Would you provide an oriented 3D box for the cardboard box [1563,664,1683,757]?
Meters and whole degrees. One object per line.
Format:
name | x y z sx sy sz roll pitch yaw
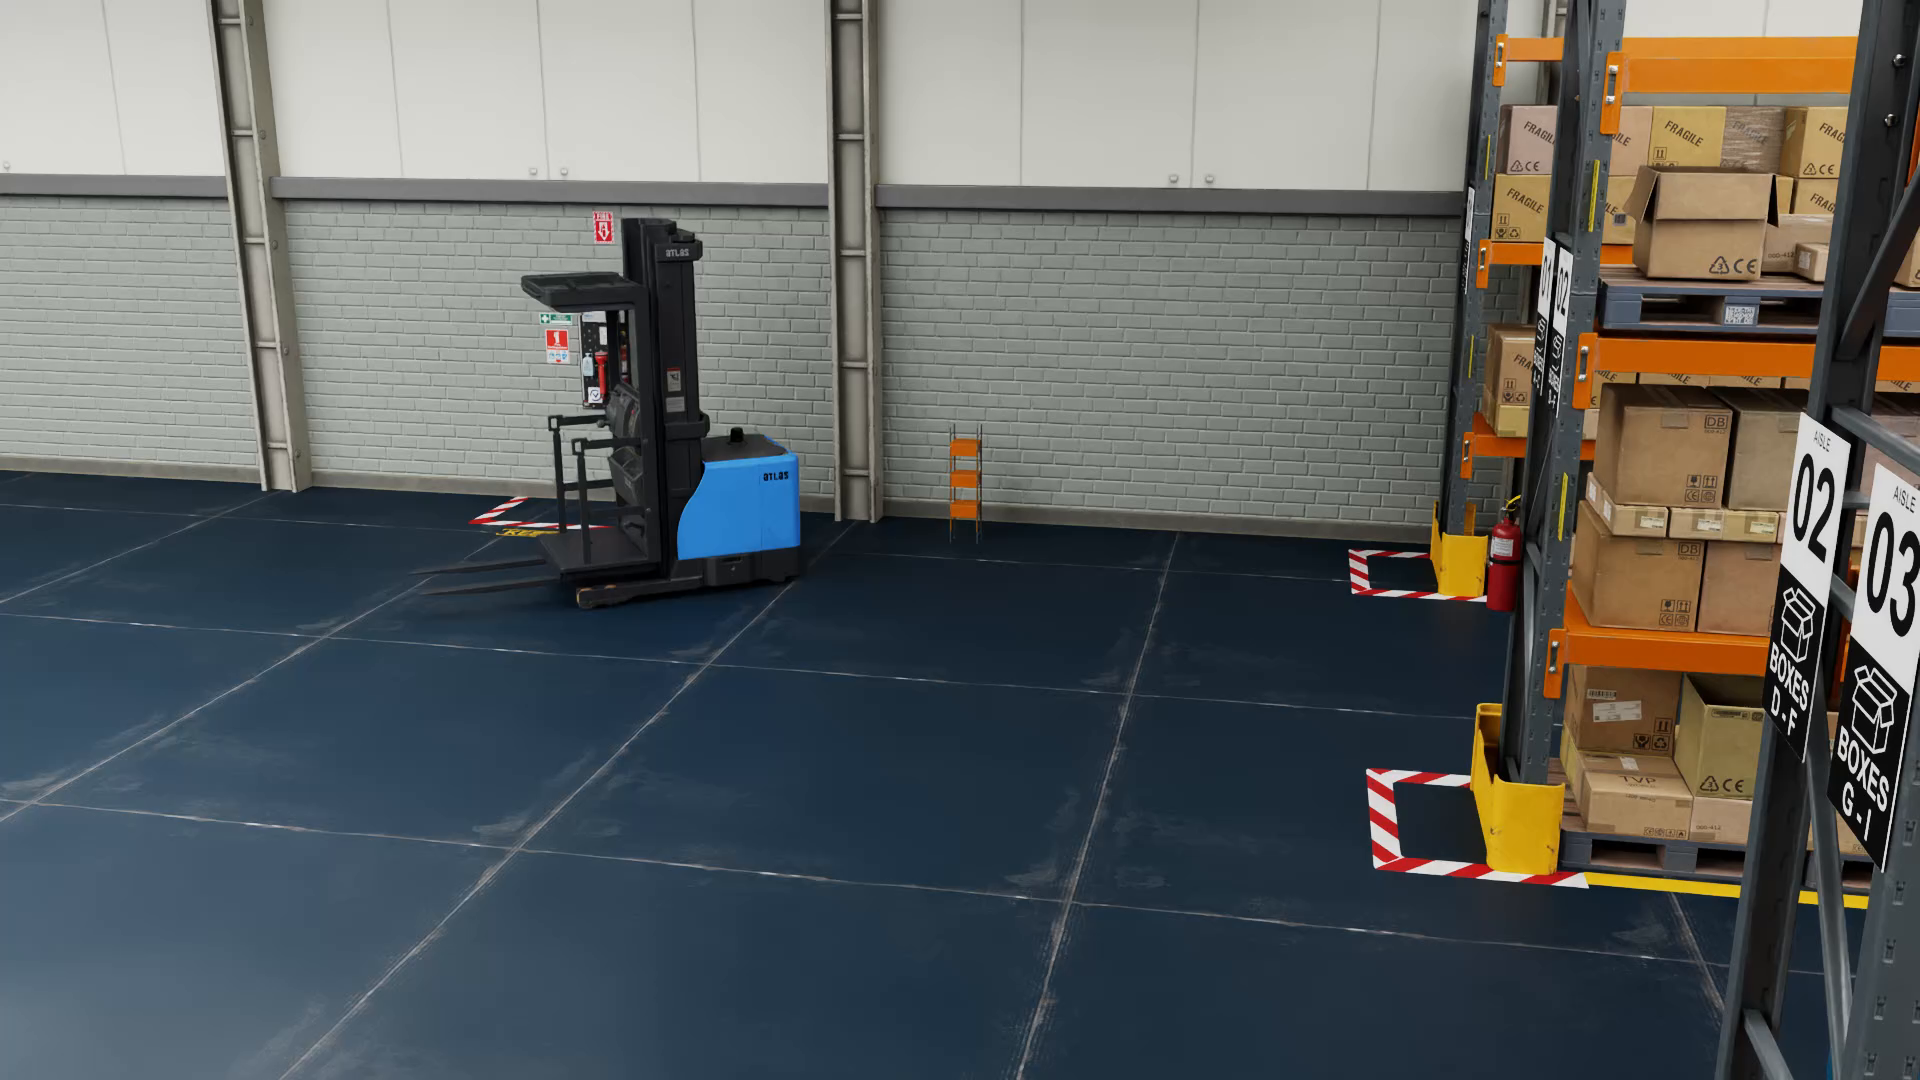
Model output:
cardboard box | 3.670 0.860 9.229 0.500 0.500 0.500 3 16 11

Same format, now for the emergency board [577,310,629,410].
emergency board | -3.367 -1.798 15.865 0.643 1.169 0.194 3 16 11

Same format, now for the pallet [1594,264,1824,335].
pallet | 3.773 -1.211 8.292 1.213 0.211 1.003 3 16 11

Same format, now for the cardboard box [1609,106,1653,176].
cardboard box | 4.879 -3.010 12.522 0.500 0.500 0.500 3 16 10

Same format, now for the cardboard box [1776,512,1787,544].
cardboard box | 4.177 -0.095 8.314 0.250 0.149 0.380 3 16 10

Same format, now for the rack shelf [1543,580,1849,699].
rack shelf | 5.045 0.601 8.552 4.000 0.370 1.077 3 16 11

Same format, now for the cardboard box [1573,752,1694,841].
cardboard box | 3.566 1.357 8.838 0.500 0.250 0.500 3 16 11

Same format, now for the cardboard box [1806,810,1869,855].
cardboard box | 4.547 1.409 8.649 0.500 0.250 0.500 3 16 11

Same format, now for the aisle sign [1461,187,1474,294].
aisle sign | 3.938 -2.327 12.903 0.004 0.787 0.394 3 16 11

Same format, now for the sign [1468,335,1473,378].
sign | 3.961 -1.424 12.891 0.005 0.325 0.100 3 16 11

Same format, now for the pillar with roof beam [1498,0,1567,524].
pillar with roof beam | 4.069 -3.103 9.335 0.400 9.000 9.100 3 16 11

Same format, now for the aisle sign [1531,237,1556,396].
aisle sign | 3.079 -1.186 8.783 0.004 0.787 0.394 3 16 11

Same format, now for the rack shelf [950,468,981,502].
rack shelf | 0.052 -0.493 14.844 0.240 0.259 0.215 3 16 11

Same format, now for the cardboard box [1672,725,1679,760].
cardboard box | 4.162 1.245 9.243 0.500 0.250 0.500 3 16 11

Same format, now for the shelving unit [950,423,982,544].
shelving unit | 0.052 -0.503 14.842 0.252 1.050 0.215 3 16 11

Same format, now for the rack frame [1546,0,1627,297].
rack frame | 3.085 -2.744 8.040 0.127 3.000 1.000 3 16 11

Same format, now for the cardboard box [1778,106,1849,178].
cardboard box | 6.390 -2.928 12.227 0.500 0.500 0.500 3 16 9

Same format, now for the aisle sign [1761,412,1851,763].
aisle sign | 2.083 0.109 4.111 0.004 0.787 0.394 3 16 11

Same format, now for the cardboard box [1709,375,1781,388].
cardboard box | 5.972 -1.261 12.764 0.500 0.500 0.500 4 16 13

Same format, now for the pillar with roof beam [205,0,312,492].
pillar with roof beam | -7.690 -3.741 11.640 0.400 9.000 9.100 3 16 11

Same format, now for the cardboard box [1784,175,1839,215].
cardboard box | 6.401 -2.451 12.378 0.500 0.500 0.500 2 16 9

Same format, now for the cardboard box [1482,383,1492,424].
cardboard box | 4.565 -1.112 13.630 0.500 0.250 0.500 3 16 12

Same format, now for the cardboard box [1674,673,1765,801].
cardboard box | 4.057 1.022 8.644 0.500 0.500 0.500 3 16 11

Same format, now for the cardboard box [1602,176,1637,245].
cardboard box | 4.866 -2.531 12.666 0.500 0.500 0.500 4 16 15

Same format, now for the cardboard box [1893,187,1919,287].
cardboard box | 4.658 -1.456 7.775 0.500 0.500 0.500 3 16 11

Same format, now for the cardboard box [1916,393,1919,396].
cardboard box | 5.093 -0.415 8.254 0.500 0.500 0.700 3 16 11

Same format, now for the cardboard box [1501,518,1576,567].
cardboard box | 4.729 -0.004 13.602 0.500 0.311 0.500 1 16 5

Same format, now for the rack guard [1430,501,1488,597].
rack guard | 4.143 0.060 13.838 0.348 0.500 1.175 3 16 11

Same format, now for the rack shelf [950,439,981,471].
rack shelf | 0.052 -0.766 14.769 0.240 0.259 0.215 3 16 11

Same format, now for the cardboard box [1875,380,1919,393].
cardboard box | 6.973 -1.204 12.558 0.500 0.500 0.500 3 16 11

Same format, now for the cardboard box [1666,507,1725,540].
cardboard box | 3.686 -0.123 8.414 0.250 0.149 0.380 3 16 10

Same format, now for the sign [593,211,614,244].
sign | -3.355 -2.942 15.651 0.199 0.298 0.001 3 16 11

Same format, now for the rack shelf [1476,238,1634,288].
rack shelf | 6.028 -2.141 12.831 4.000 0.370 1.077 3 16 11

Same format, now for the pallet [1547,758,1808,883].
pallet | 3.843 1.521 9.105 1.213 0.211 1.003 3 16 11

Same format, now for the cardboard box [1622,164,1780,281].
cardboard box | 3.647 -1.586 8.237 0.637 0.503 0.797 4 16 15

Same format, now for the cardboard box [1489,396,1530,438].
cardboard box | 4.483 -0.977 13.143 0.500 0.250 0.500 3 16 9

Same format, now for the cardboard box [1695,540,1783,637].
cardboard box | 4.056 0.154 8.629 0.500 0.500 0.700 4 16 13

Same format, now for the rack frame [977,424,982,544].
rack frame | 0.172 -0.497 14.818 0.008 1.050 0.200 3 16 11

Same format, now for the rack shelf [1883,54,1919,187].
rack shelf | 4.054 -0.802 3.128 4.000 0.370 1.077 3 16 11

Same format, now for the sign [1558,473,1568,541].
sign | 2.969 -0.163 8.191 0.005 0.325 0.100 3 16 11

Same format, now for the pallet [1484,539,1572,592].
pallet | 4.932 0.252 13.688 1.213 0.211 1.003 3 16 11

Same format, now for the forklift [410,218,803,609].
forklift | -2.864 -1.029 13.216 3.031 2.935 1.130 -7 17 -23

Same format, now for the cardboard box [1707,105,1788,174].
cardboard box | 6.050 -3.092 12.820 0.500 0.500 0.500 3 16 11

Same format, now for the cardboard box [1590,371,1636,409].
cardboard box | 4.959 -1.314 12.957 0.500 0.500 0.500 3 16 11

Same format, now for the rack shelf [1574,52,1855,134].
rack shelf | 5.045 -2.098 7.805 4.000 0.370 1.077 3 16 11

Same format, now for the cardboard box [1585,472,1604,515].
cardboard box | 3.497 -0.243 8.847 0.250 0.149 0.380 3 16 10

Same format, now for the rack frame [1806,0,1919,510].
rack frame | 2.094 -1.448 3.362 0.127 3.000 1.000 3 16 11

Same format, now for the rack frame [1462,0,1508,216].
rack frame | 4.069 -4.040 12.718 0.127 3.000 1.000 3 16 11

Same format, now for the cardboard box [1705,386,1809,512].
cardboard box | 4.108 -0.468 8.446 0.500 0.500 0.700 3 16 10
